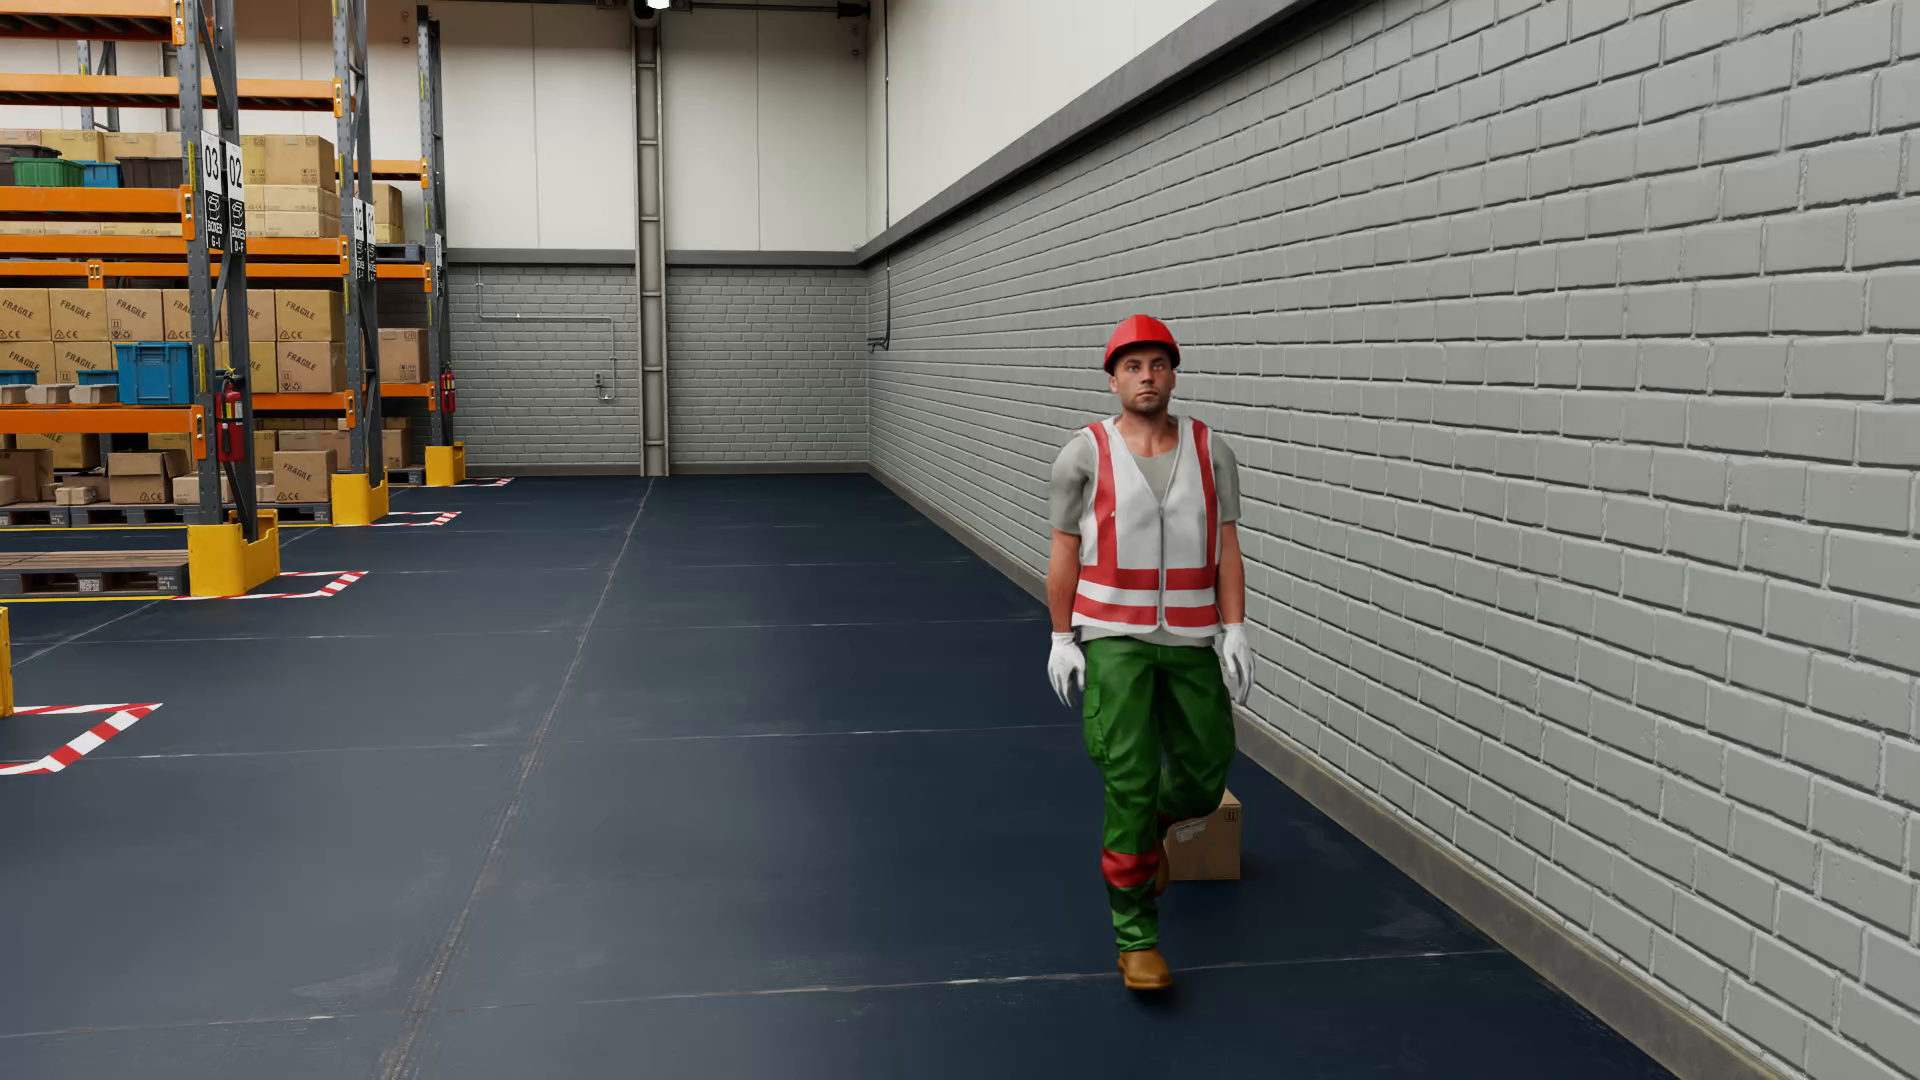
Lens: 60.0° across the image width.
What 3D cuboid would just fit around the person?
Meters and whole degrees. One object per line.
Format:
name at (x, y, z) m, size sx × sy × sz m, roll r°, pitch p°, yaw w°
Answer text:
person at (0.512, 0.271, 4.567) m, size 0.540 × 1.768 × 0.800 m, roll -1°, pitch 7°, yaw -10°
